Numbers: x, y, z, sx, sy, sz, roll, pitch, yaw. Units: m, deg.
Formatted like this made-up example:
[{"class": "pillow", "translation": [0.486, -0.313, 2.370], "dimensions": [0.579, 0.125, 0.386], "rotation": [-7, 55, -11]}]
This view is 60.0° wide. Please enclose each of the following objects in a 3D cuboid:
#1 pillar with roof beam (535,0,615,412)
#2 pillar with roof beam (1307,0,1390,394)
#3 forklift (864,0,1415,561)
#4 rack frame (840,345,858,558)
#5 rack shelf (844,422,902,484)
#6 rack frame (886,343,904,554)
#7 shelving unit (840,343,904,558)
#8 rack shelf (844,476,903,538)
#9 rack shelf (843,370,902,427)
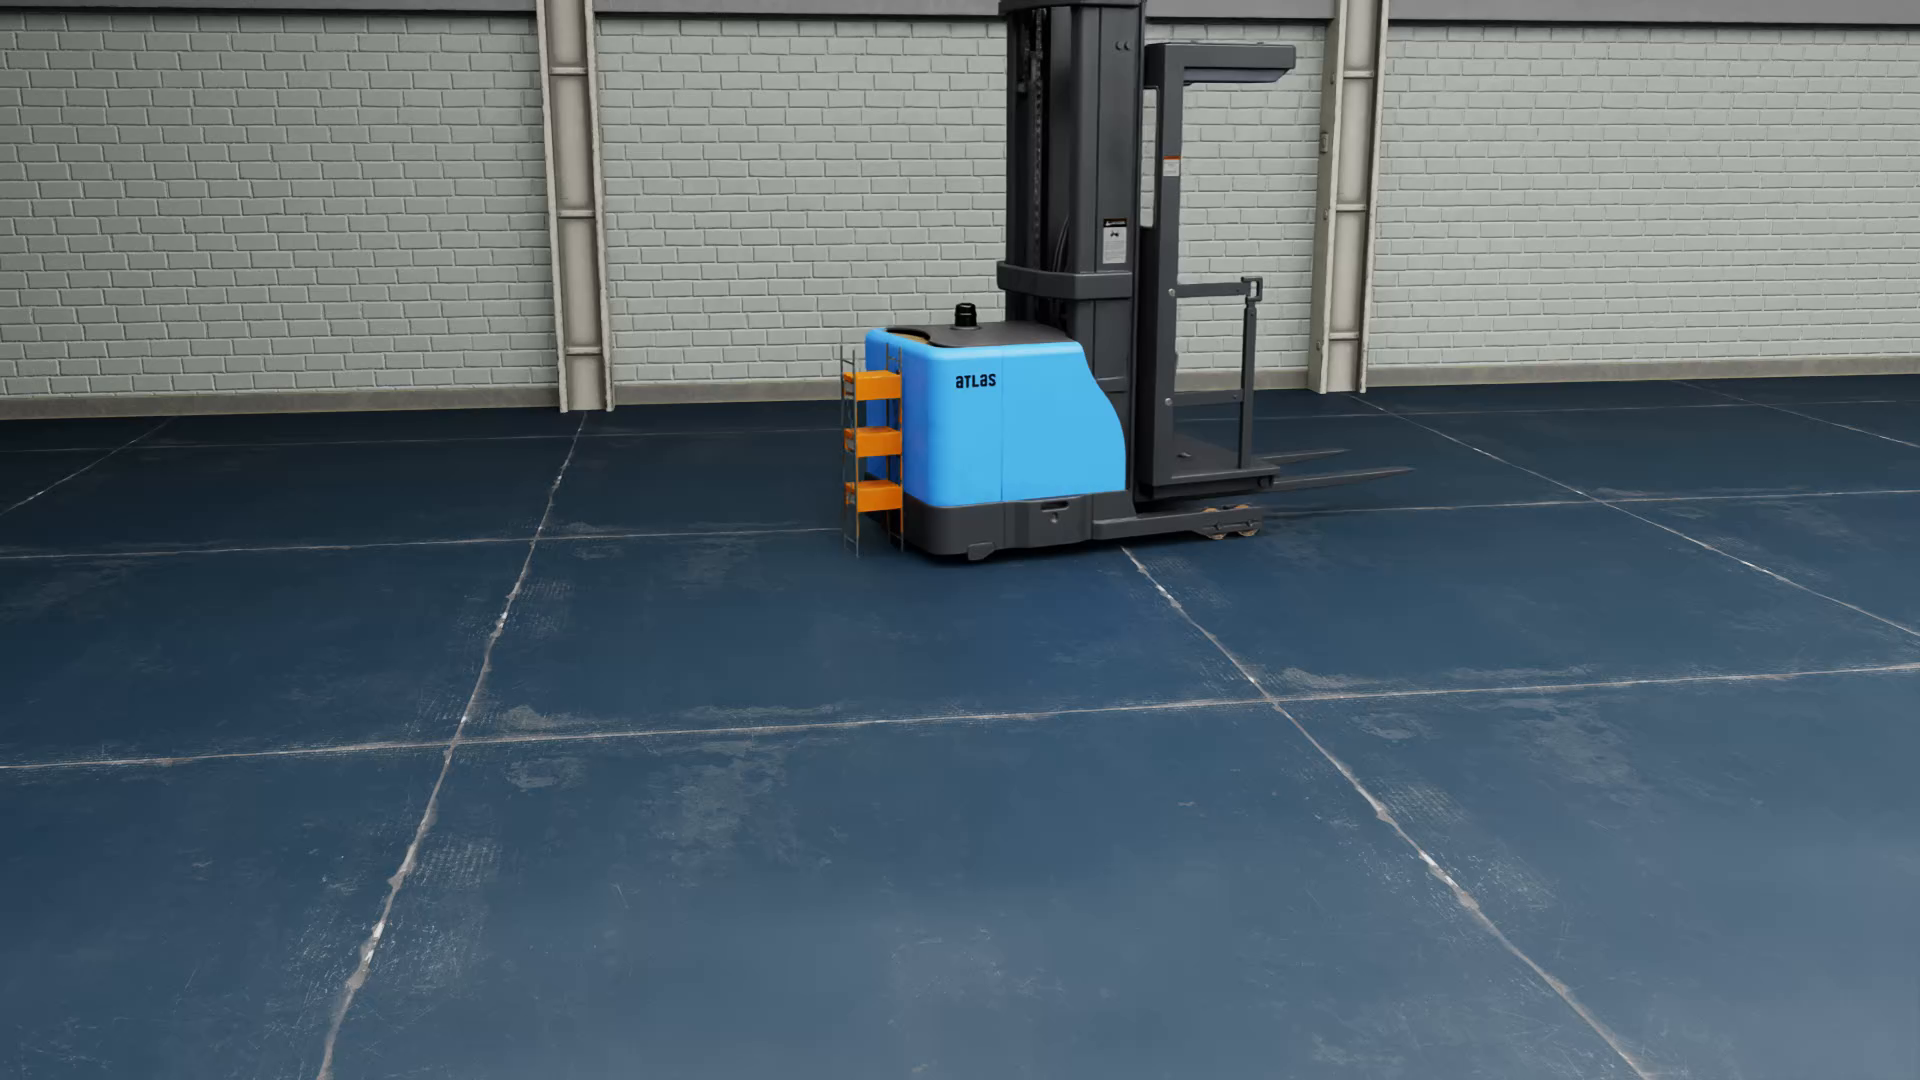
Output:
[{"class": "pillar with roof beam", "translation": [-2.212, -4.340, 7.527], "dimensions": [0.400, 9.000, 9.100], "rotation": [-2, 14, -8]}, {"class": "pillar with roof beam", "translation": [3.721, -4.557, 8.394], "dimensions": [0.400, 9.000, 9.100], "rotation": [-2, 14, -8]}, {"class": "forklift", "translation": [1.053, -1.533, 8.808], "dimensions": [3.031, 2.935, 1.130], "rotation": [-6, 15, -23]}, {"class": "rack frame", "translation": [-0.553, -0.439, 8.314], "dimensions": [0.008, 1.050, 0.200], "rotation": [-6, 15, -23]}, {"class": "rack shelf", "translation": [-0.441, -0.440, 8.363], "dimensions": [0.240, 0.259, 0.215], "rotation": [-6, 15, -23]}, {"class": "rack frame", "translation": [-0.329, -0.462, 8.408], "dimensions": [0.008, 1.050, 0.200], "rotation": [-6, 15, -23]}, {"class": "shelving unit", "translation": [-0.441, -0.451, 8.361], "dimensions": [0.252, 1.050, 0.215], "rotation": [-6, 15, -23]}, {"class": "rack shelf", "translation": [-0.441, -0.171, 8.431], "dimensions": [0.240, 0.259, 0.215], "rotation": [-6, 15, -23]}, {"class": "rack shelf", "translation": [-0.441, -0.716, 8.294], "dimensions": [0.240, 0.259, 0.215], "rotation": [-6, 15, -23]}]
